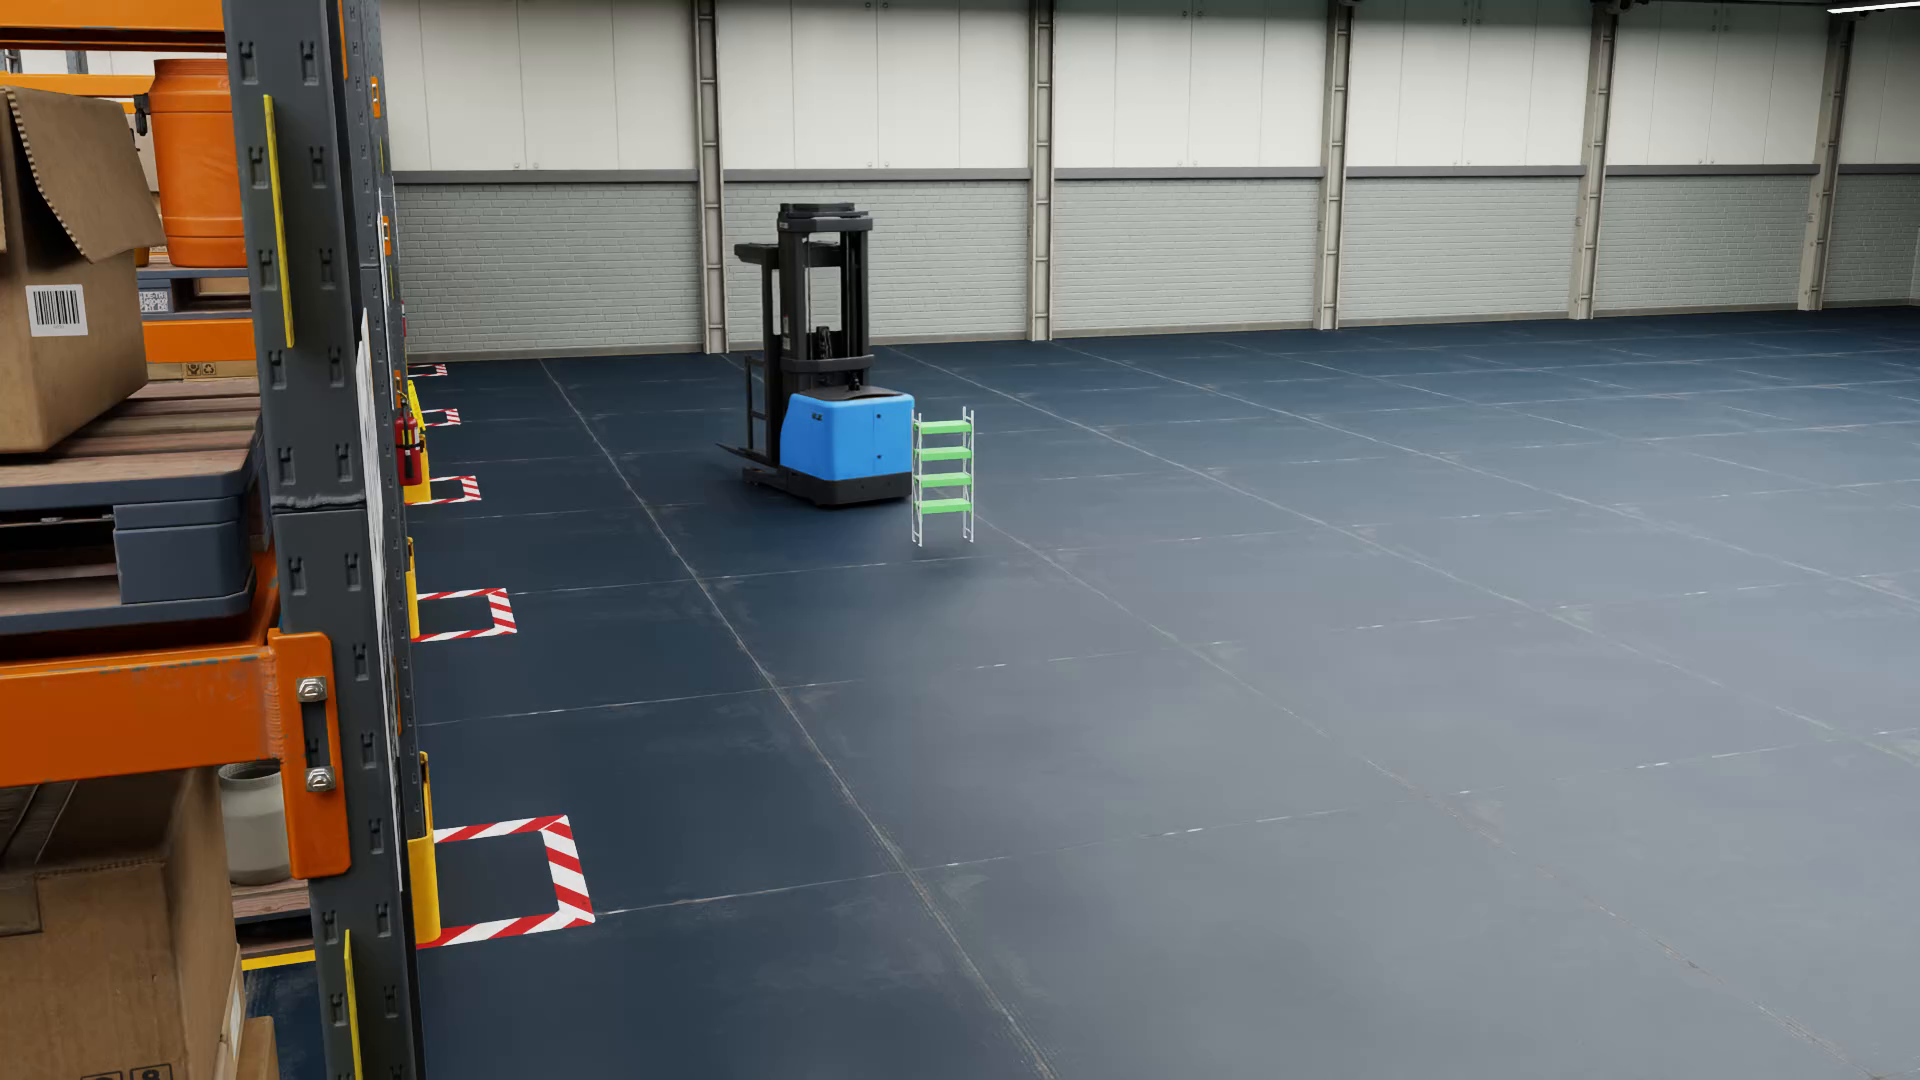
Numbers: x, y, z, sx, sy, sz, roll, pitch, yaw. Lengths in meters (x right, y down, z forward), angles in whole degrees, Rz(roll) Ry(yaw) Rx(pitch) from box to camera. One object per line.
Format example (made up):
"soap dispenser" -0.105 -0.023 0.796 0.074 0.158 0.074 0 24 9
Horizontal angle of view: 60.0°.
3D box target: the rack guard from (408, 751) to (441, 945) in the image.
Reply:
"rack guard" -2.697 1.455 7.945 0.348 0.500 1.175 -4 14 -18

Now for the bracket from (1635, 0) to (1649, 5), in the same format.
"bracket" 13.339 -10.665 32.755 0.430 0.232 0.235 -4 14 -18

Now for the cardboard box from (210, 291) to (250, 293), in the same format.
"cardboard box" -5.304 -1.527 12.060 0.500 0.500 0.500 -4 14 -18

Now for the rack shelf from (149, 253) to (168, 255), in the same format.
"rack shelf" -6.115 -1.825 11.405 4.000 0.370 1.077 -4 14 -18

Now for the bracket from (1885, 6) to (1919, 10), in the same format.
"bracket" 20.712 -11.239 35.169 3.189 0.066 0.076 -4 14 -18

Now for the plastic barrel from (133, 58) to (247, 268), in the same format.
"plastic barrel" -3.060 -1.586 7.009 0.708 0.830 0.600 -4 14 -18

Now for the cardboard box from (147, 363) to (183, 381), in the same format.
"cardboard box" -5.609 -1.374 11.416 0.500 0.500 0.500 -4 14 -18

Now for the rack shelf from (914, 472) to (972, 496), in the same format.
"rack shelf" -0.157 -0.509 14.967 0.480 0.148 0.258 -4 14 -18

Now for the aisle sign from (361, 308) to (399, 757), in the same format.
"aisle sign" -1.099 -0.027 3.156 0.004 0.787 0.394 -4 14 -18

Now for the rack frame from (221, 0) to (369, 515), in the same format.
"rack frame" -1.063 -1.609 2.460 0.127 3.000 1.000 -4 14 -18

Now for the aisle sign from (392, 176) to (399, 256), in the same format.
"aisle sign" -5.734 -3.294 16.892 0.004 0.787 0.394 -4 14 -18

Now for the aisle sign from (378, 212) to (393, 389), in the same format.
"aisle sign" -2.665 -1.111 7.714 0.004 0.787 0.394 -4 14 -18

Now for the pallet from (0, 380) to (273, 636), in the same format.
"pallet" -1.742 -0.060 2.622 1.213 0.211 1.003 -4 14 -18

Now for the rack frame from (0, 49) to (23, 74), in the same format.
"rack frame" -11.171 -5.660 19.492 0.127 3.000 1.000 -4 14 -18

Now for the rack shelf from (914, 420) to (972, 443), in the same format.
"rack shelf" -0.157 -0.976 14.856 0.480 0.148 0.258 -4 14 -18

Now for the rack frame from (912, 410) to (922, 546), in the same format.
"rack frame" -0.388 -0.553 14.877 0.015 1.200 0.240 -4 14 -18

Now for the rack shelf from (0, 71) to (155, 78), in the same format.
"rack shelf" -9.276 -5.456 20.196 4.000 0.370 1.077 -4 14 -18

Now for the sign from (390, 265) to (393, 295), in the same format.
"sign" -5.546 -2.517 16.228 0.005 0.325 0.100 -4 14 -18

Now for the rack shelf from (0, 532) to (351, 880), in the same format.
"rack shelf" -2.959 0.348 2.270 4.000 0.370 1.077 -4 14 -18

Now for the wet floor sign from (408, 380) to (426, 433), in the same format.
"wet floor sign" -6.859 -1.671 20.772 0.232 0.644 0.267 0 13 1

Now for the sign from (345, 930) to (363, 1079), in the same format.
"sign" -0.904 0.751 2.488 0.005 0.325 0.100 -4 14 -18

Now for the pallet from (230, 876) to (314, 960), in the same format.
"pallet" -3.468 1.654 7.731 1.213 0.211 1.003 -4 14 -18

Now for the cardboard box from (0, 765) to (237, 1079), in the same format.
"cardboard box" -1.560 0.666 2.843 0.500 0.500 0.700 -4 14 -18

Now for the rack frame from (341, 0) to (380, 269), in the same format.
"rack frame" -2.640 -2.695 7.028 0.127 3.000 1.000 -4 14 -18

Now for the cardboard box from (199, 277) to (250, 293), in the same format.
"cardboard box" -7.136 -2.466 16.368 0.550 0.550 0.875 -4 14 -18

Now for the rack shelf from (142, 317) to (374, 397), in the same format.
"rack shelf" -4.535 -0.739 6.838 4.000 0.370 1.077 -4 14 -18

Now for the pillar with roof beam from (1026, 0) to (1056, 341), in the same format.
"pillar with roof beam" 2.832 -7.131 25.677 0.400 9.000 9.100 -4 14 -18

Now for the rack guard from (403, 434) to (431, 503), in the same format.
"rack guard" -5.683 -0.744 17.191 0.348 0.500 1.175 -4 14 -18

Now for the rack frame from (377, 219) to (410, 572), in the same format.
"rack frame" -4.219 -0.863 12.290 0.127 3.000 1.000 -4 14 -18

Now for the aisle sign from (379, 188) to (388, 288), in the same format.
"aisle sign" -4.256 -2.198 12.285 0.004 0.787 0.394 -4 14 -18

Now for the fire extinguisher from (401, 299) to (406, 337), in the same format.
"fire extinguisher" -7.125 -2.906 21.047 0.183 0.674 0.296 -4 14 -18

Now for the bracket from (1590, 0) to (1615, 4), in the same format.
"bracket" 12.552 -10.604 32.498 0.430 0.232 0.235 -4 14 -18

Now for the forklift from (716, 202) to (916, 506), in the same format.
"forklift" -1.659 -2.049 17.425 1.130 2.935 3.031 -8 16 -32

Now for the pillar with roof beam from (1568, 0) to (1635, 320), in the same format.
"pillar with roof beam" 14.206 -8.017 29.401 0.548 9.000 9.100 -4 14 -18

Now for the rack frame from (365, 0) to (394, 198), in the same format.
"rack frame" -5.706 -4.877 16.200 0.127 3.000 1.000 -4 14 -18

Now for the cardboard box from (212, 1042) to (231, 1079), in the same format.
"cardboard box" -1.365 1.016 2.773 0.250 0.149 0.380 -5 14 -19

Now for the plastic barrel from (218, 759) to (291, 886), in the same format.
"plastic barrel" -3.239 1.294 7.687 0.421 0.512 0.421 0 13 0

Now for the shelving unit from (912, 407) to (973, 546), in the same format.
"shelving unit" -0.157 -0.571 14.953 0.503 1.200 0.258 -4 14 -18

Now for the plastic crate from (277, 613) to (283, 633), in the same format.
"plastic crate" -3.019 0.398 7.309 0.616 0.251 0.499 -4 14 -18

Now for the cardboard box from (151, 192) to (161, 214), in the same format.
"cardboard box" -5.396 -2.302 11.319 0.250 0.149 0.380 -4 14 -17

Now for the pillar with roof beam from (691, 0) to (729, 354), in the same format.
"pillar with roof beam" -2.854 -6.689 23.816 0.400 9.000 9.100 -4 14 -18

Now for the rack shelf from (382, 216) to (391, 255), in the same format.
"rack shelf" -7.601 -2.920 16.010 4.000 0.370 1.077 -4 14 -18

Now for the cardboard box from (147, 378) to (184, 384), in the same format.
"cardboard box" -5.673 -0.931 11.717 0.500 0.500 0.875 -4 14 -18
